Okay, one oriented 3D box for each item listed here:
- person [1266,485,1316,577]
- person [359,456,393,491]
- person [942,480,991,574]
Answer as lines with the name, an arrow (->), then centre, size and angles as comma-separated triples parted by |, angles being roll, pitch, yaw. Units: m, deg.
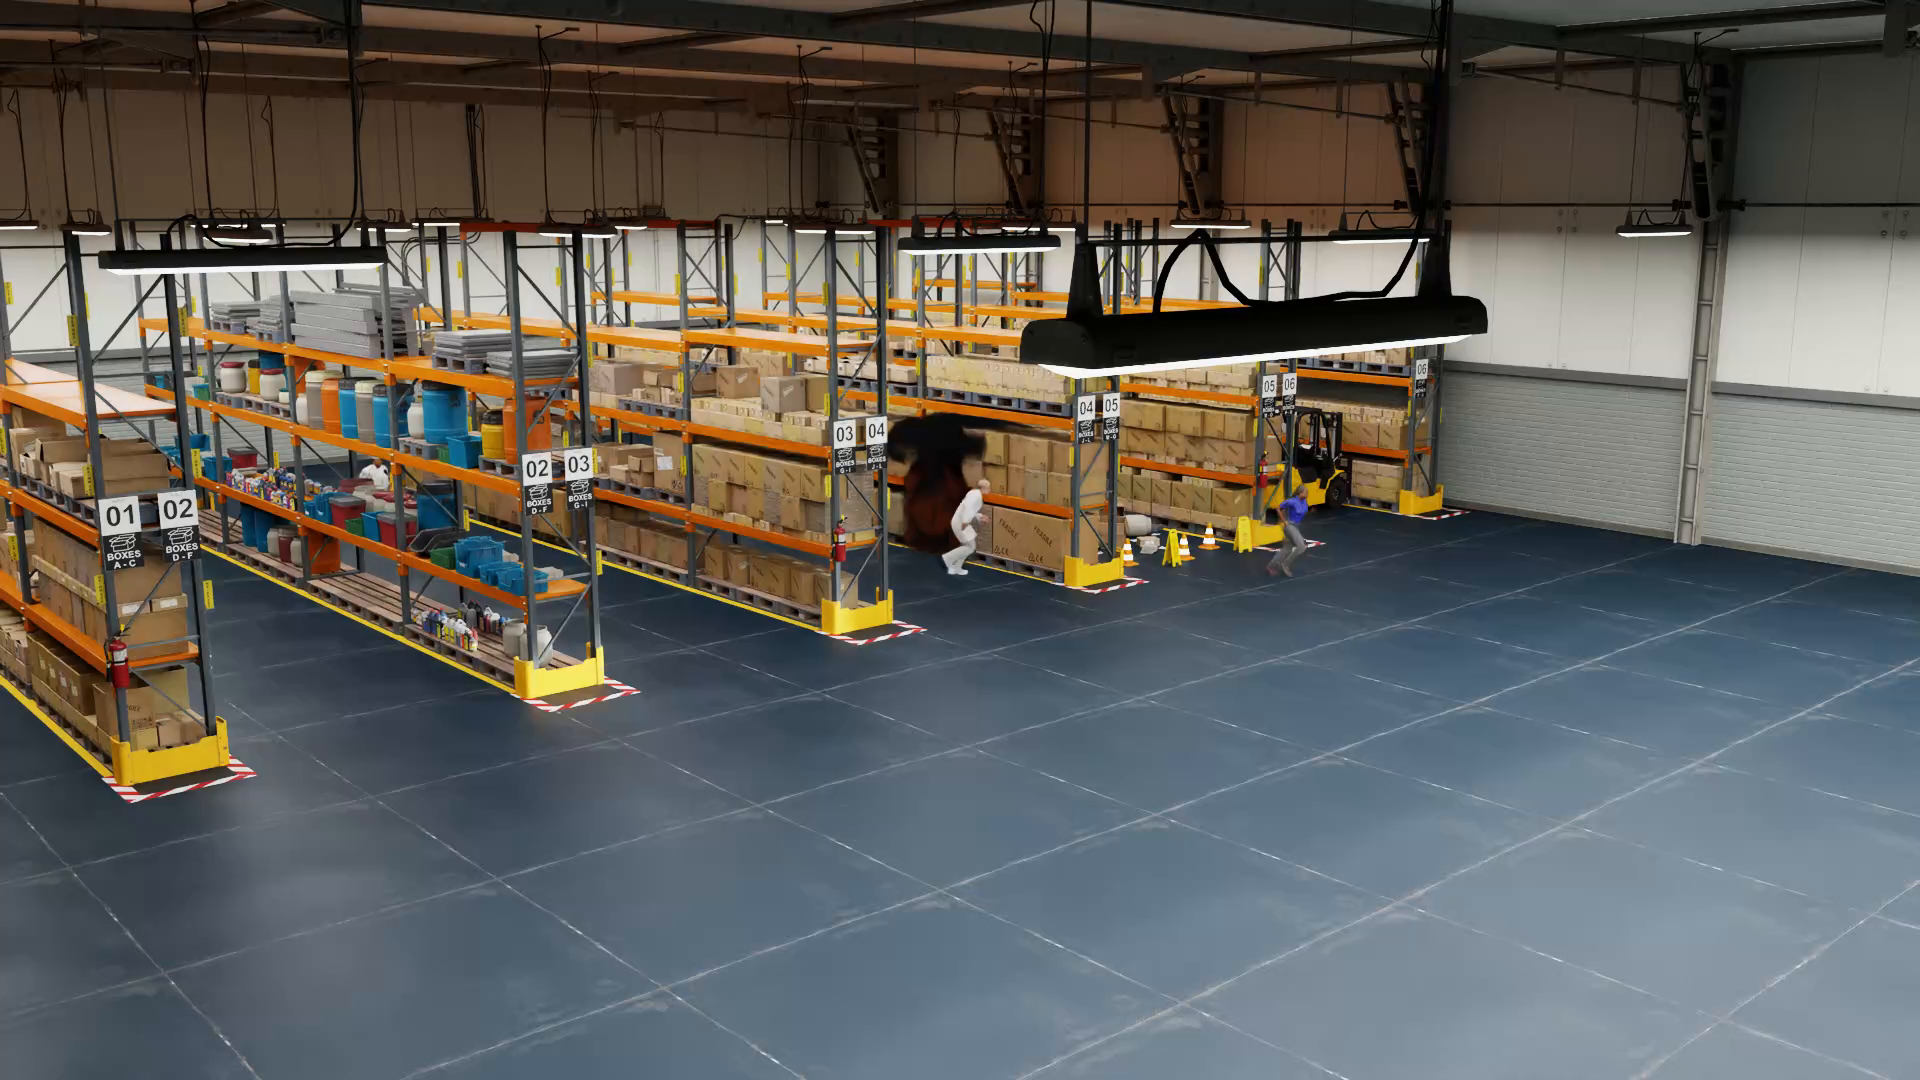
person -> 5.743, -0.175, 28.725 | 0.810, 1.593, 0.515 | 5, 12, 23
person -> -11.177, -0.857, 31.969 | 0.625, 1.644, 0.581 | 9, 15, 39
person -> 0.109, -0.197, 27.413 | 0.810, 1.599, 0.738 | 0, 11, -2
